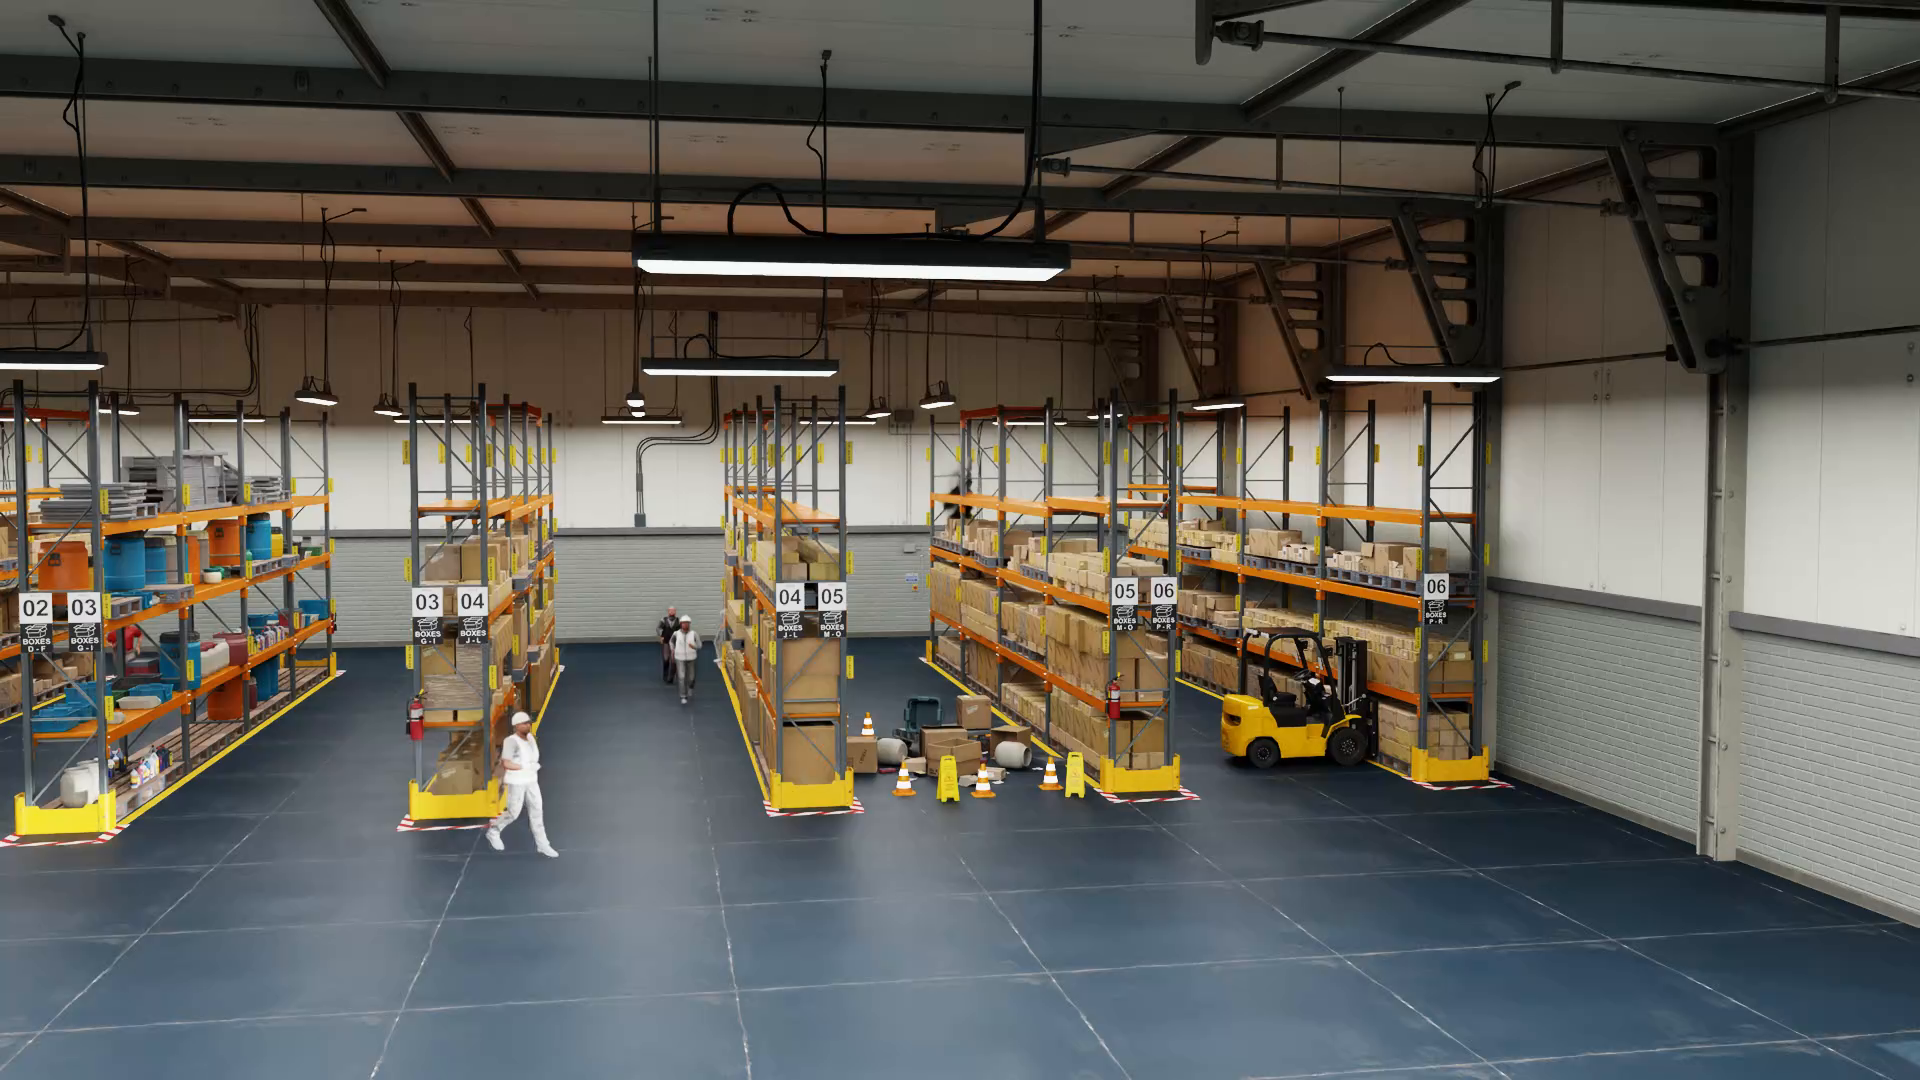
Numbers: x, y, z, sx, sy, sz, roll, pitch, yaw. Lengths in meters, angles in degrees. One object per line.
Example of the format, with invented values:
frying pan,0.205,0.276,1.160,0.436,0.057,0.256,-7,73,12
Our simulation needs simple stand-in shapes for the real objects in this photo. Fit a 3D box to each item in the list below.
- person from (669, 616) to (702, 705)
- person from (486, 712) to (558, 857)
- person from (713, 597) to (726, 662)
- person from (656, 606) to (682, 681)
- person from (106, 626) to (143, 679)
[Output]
person,-5.541,2.400,33.582,0.662,1.749,0.961,-1,3,-11
person,-5.468,3.031,20.702,0.988,1.792,0.691,1,3,22
person,-5.634,2.167,40.398,0.660,1.639,0.612,-1,3,-26
person,-6.361,2.294,36.630,0.637,1.678,0.612,-1,3,-12
person,-17.056,2.406,33.905,0.656,1.742,0.979,-1,3,-17
